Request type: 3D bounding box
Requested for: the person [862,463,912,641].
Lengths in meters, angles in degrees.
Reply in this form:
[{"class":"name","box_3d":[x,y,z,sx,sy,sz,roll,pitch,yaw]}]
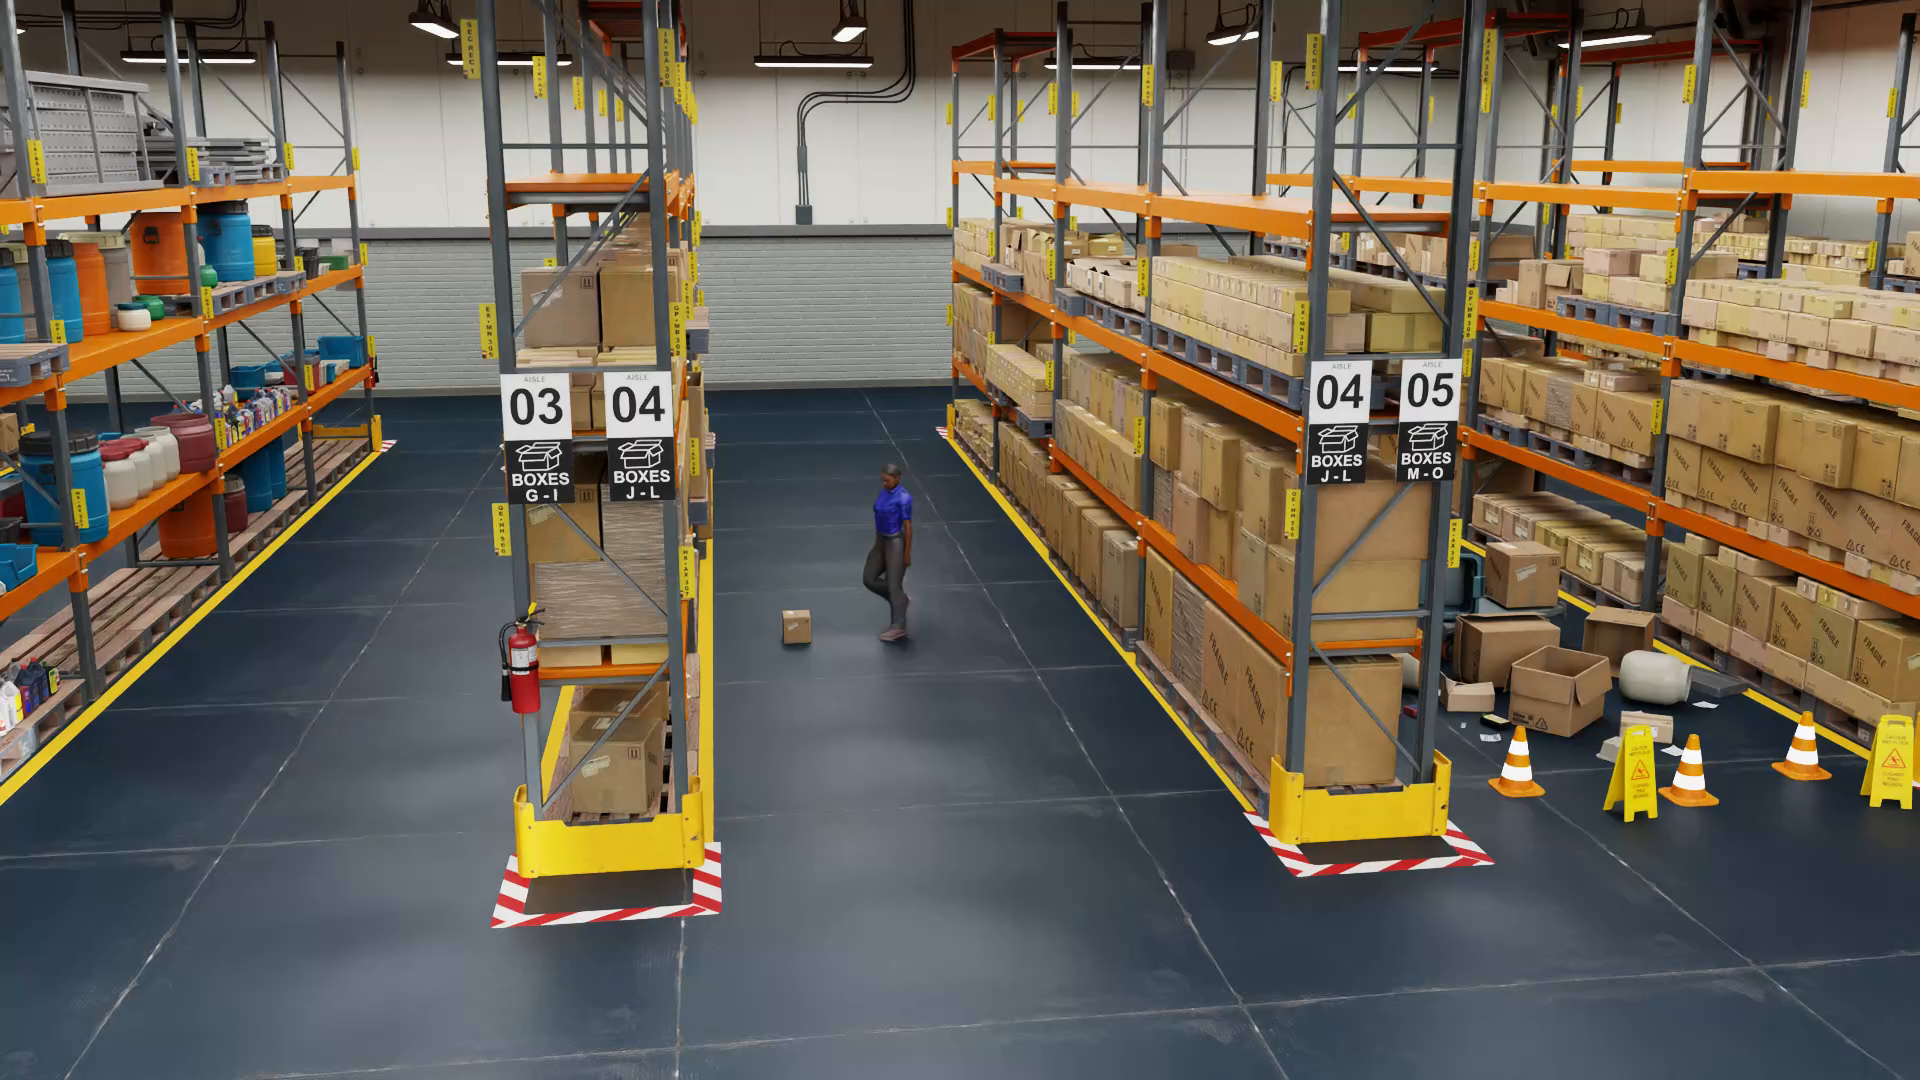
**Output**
[{"class":"person","box_3d":[-0.623,0.085,15.597,0.505,1.650,0.461,-10,16,-36]}]
